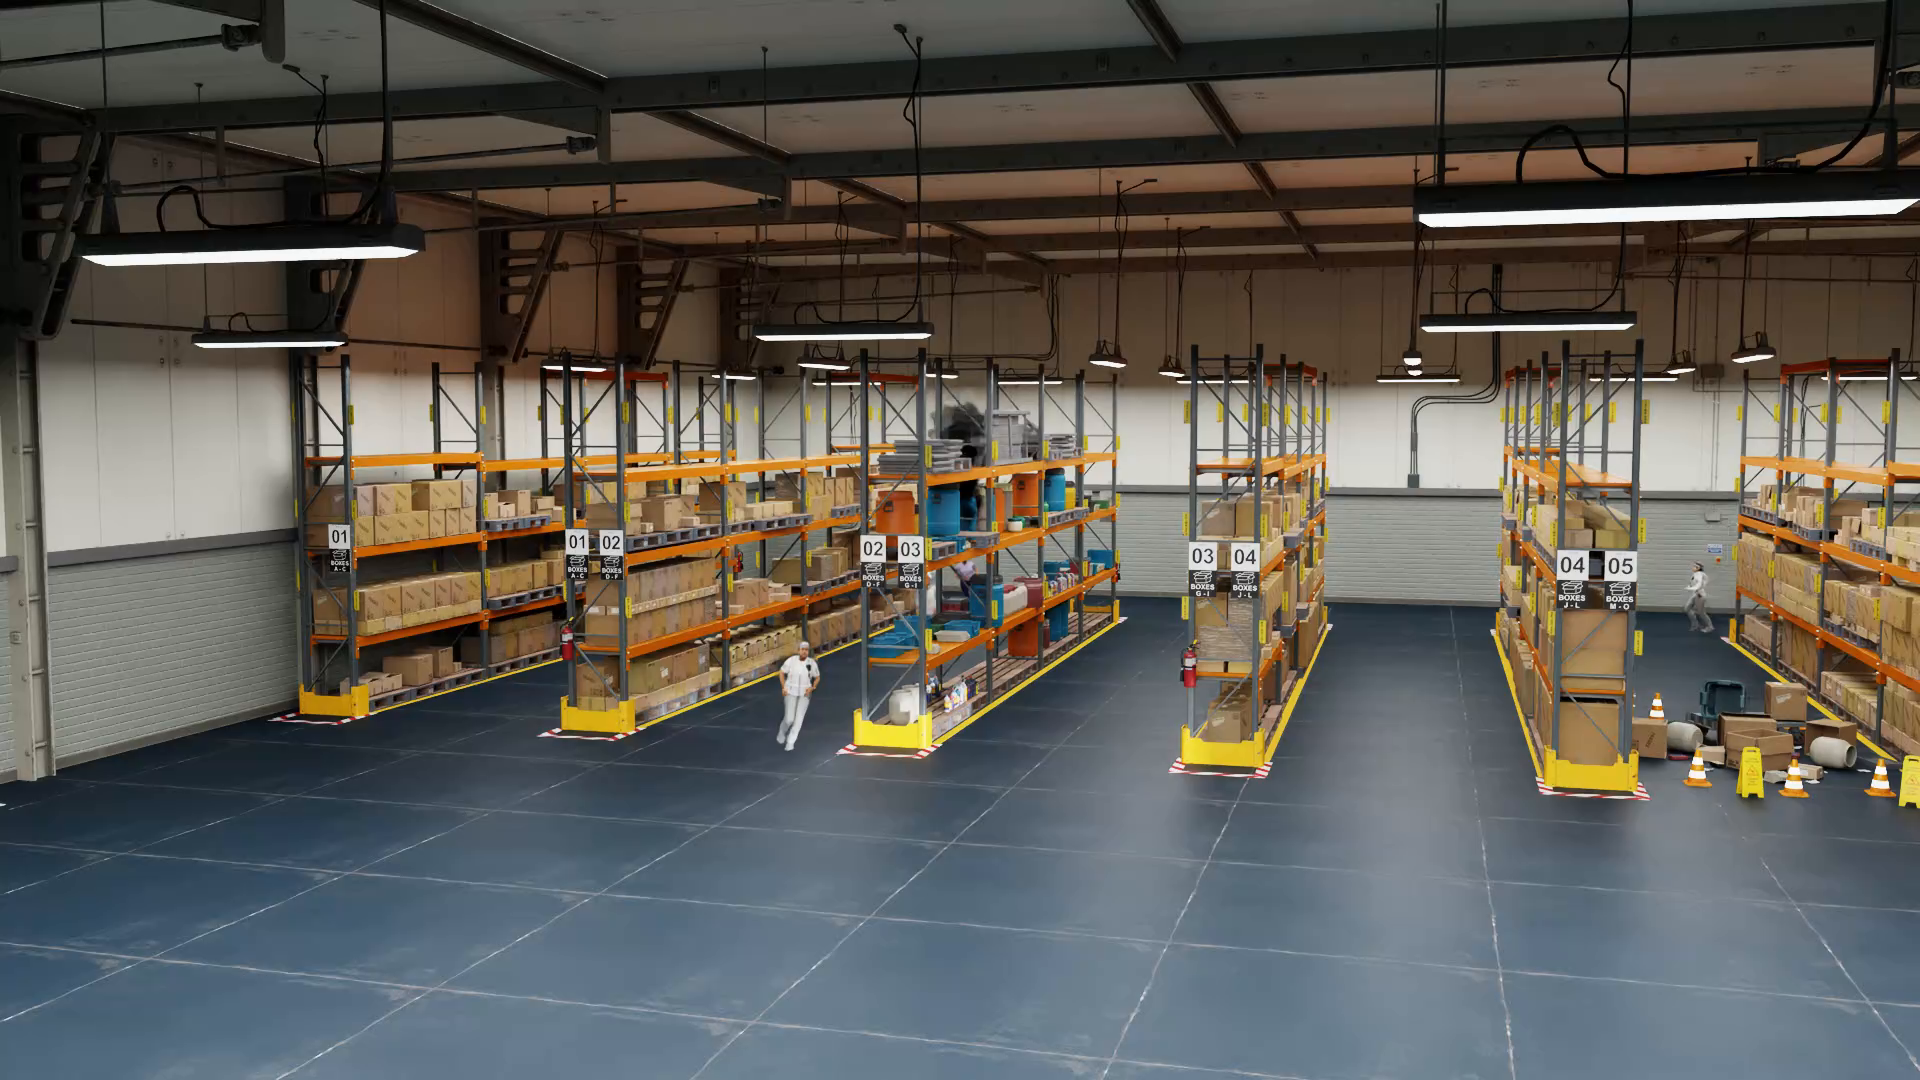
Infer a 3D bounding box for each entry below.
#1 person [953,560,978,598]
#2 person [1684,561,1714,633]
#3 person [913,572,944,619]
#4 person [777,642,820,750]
[{"bbox_3d":[0.150,1.121,41.243,0.637,1.601,0.867,-1,4,-7],"label":"person"},{"bbox_3d":[16.945,1.318,38.066,0.667,1.704,0.613,1,4,16],"label":"person"},{"bbox_3d":[-0.695,1.530,34.680,0.635,1.727,0.564,1,4,16],"label":"person"},{"bbox_3d":[-2.422,2.337,24.998,0.647,1.630,0.514,-1,4,-11],"label":"person"}]
